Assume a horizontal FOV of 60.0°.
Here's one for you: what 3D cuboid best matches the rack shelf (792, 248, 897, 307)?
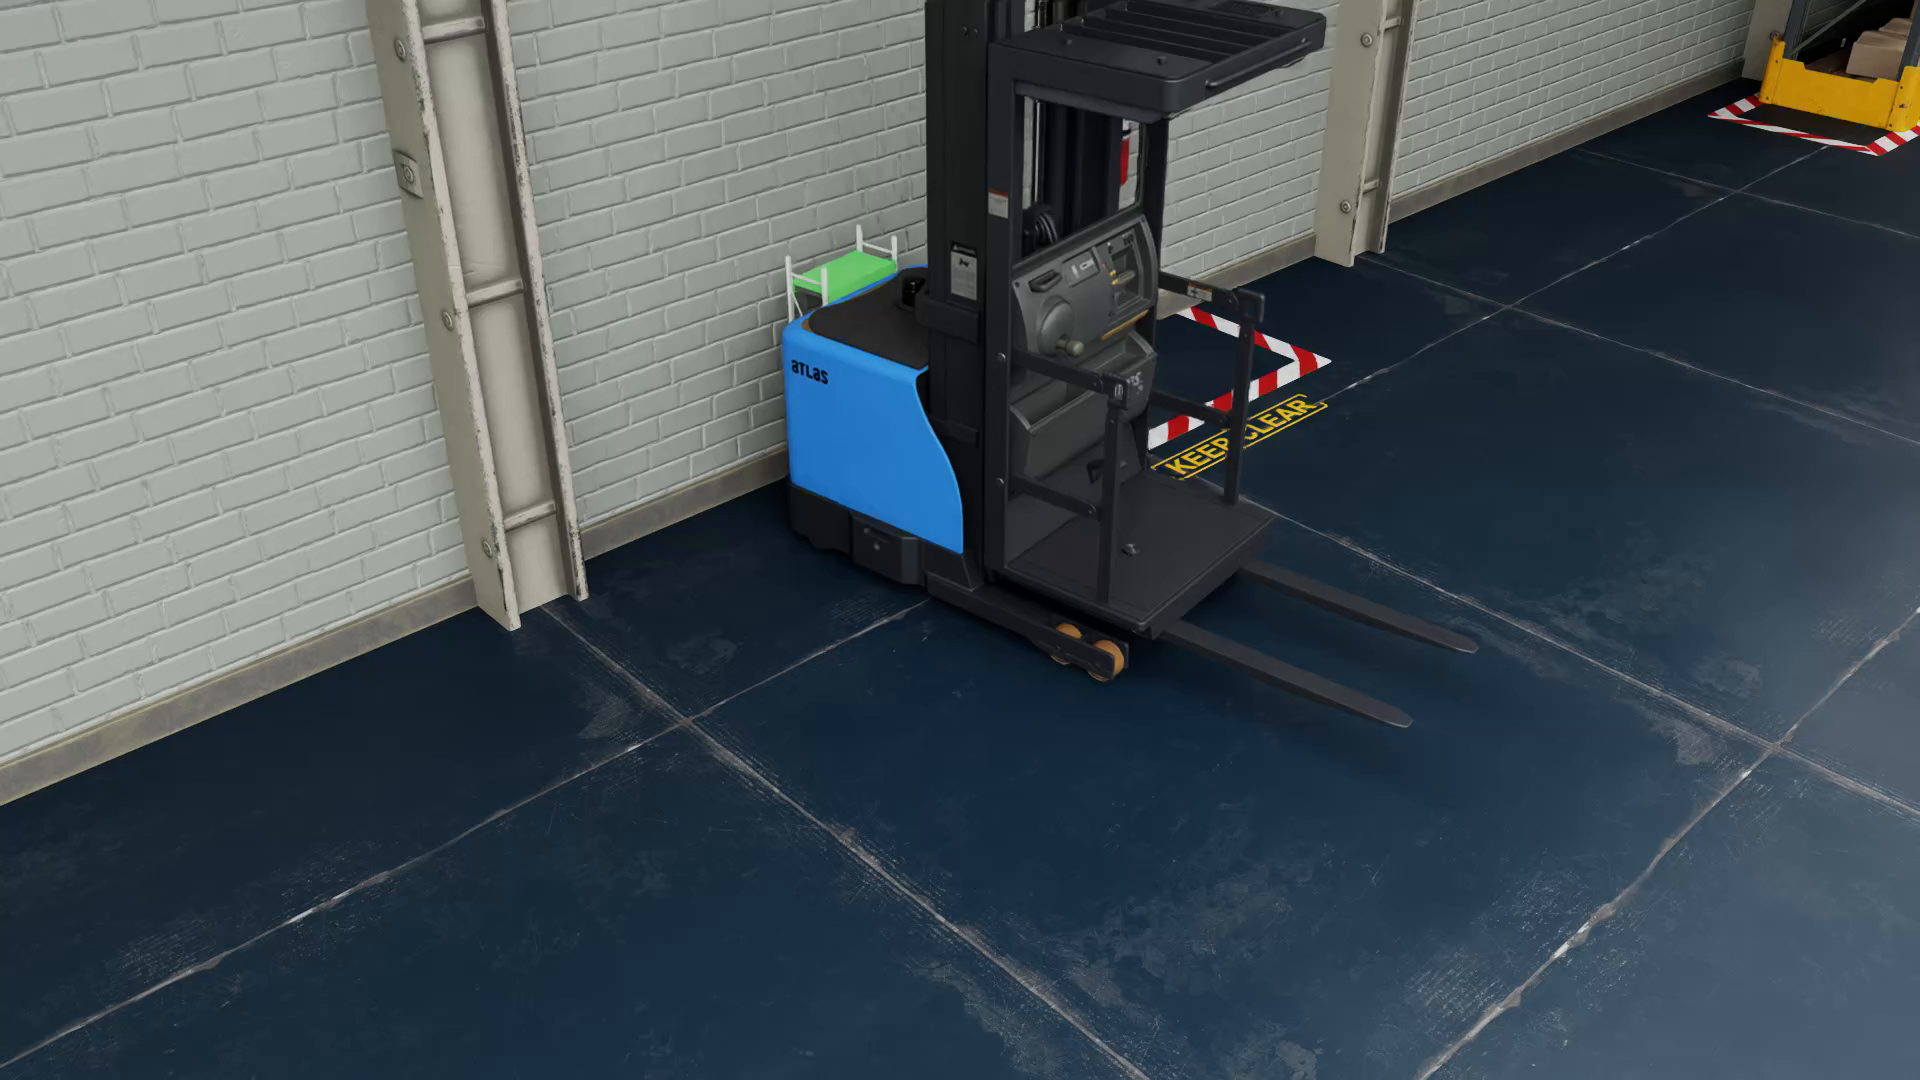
[{"bbox_3d":[-0.545,-1.197,7.760,0.258,0.148,0.480,22,38,32],"label":"rack shelf"}]

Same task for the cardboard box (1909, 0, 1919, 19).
[{"bbox_3d":[8.549,-4.471,14.161,0.700,0.500,0.500,26,40,36],"label":"cardboard box"}]

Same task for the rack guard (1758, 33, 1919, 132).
[{"bbox_3d":[7.046,-3.656,13.249,0.348,0.500,1.175,-26,40,-35],"label":"rack guard"}]

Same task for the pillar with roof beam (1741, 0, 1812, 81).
[{"bbox_3d":[9.842,-6.187,9.242,0.400,9.000,9.100,-26,40,-35],"label":"pillar with roof beam"}]

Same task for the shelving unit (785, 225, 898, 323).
[{"bbox_3d":[-0.544,-0.842,7.977,0.258,1.200,0.503,22,38,32],"label":"shelving unit"}]

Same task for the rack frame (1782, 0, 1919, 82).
[{"bbox_3d":[6.990,-4.695,12.553,0.127,3.000,1.000,-26,40,-35],"label":"rack frame"}]

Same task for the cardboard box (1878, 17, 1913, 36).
[{"bbox_3d":[7.977,-4.149,13.816,0.500,0.311,0.500,-22,38,-32],"label":"cardboard box"}]

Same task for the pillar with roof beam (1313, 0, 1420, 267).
[{"bbox_3d":[5.443,-4.059,5.762,0.400,9.000,9.100,-26,40,-35],"label":"pillar with roof beam"}]

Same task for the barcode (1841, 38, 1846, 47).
[{"bbox_3d":[7.300,-4.110,13.743,0.075,0.075,0.001,-26,40,-35],"label":"barcode"}]

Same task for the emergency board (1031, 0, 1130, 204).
[{"bbox_3d":[0.678,-2.284,8.610,0.643,1.169,0.194,-26,40,-35],"label":"emergency board"}]

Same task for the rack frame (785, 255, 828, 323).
[{"bbox_3d":[-0.695,-0.742,7.813,0.240,1.200,0.015,22,38,32],"label":"rack frame"}]

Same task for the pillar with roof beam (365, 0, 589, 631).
[{"bbox_3d":[1.043,-1.931,2.281,0.400,9.000,9.100,-26,40,-35],"label":"pillar with roof beam"}]

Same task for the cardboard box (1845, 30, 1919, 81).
[{"bbox_3d":[7.559,-3.947,13.485,0.500,0.311,0.500,24,39,34],"label":"cardboard box"}]

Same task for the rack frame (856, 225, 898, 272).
[{"bbox_3d":[-0.393,-0.942,8.140,0.240,1.200,0.015,22,38,32],"label":"rack frame"}]

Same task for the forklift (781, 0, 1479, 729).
[{"bbox_3d":[0.677,-0.987,6.555,3.031,2.935,1.130,22,38,32],"label":"forklift"}]

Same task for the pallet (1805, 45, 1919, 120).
[{"bbox_3d":[7.666,-3.807,13.774,1.213,0.211,1.003,-26,40,-35],"label":"pallet"}]
